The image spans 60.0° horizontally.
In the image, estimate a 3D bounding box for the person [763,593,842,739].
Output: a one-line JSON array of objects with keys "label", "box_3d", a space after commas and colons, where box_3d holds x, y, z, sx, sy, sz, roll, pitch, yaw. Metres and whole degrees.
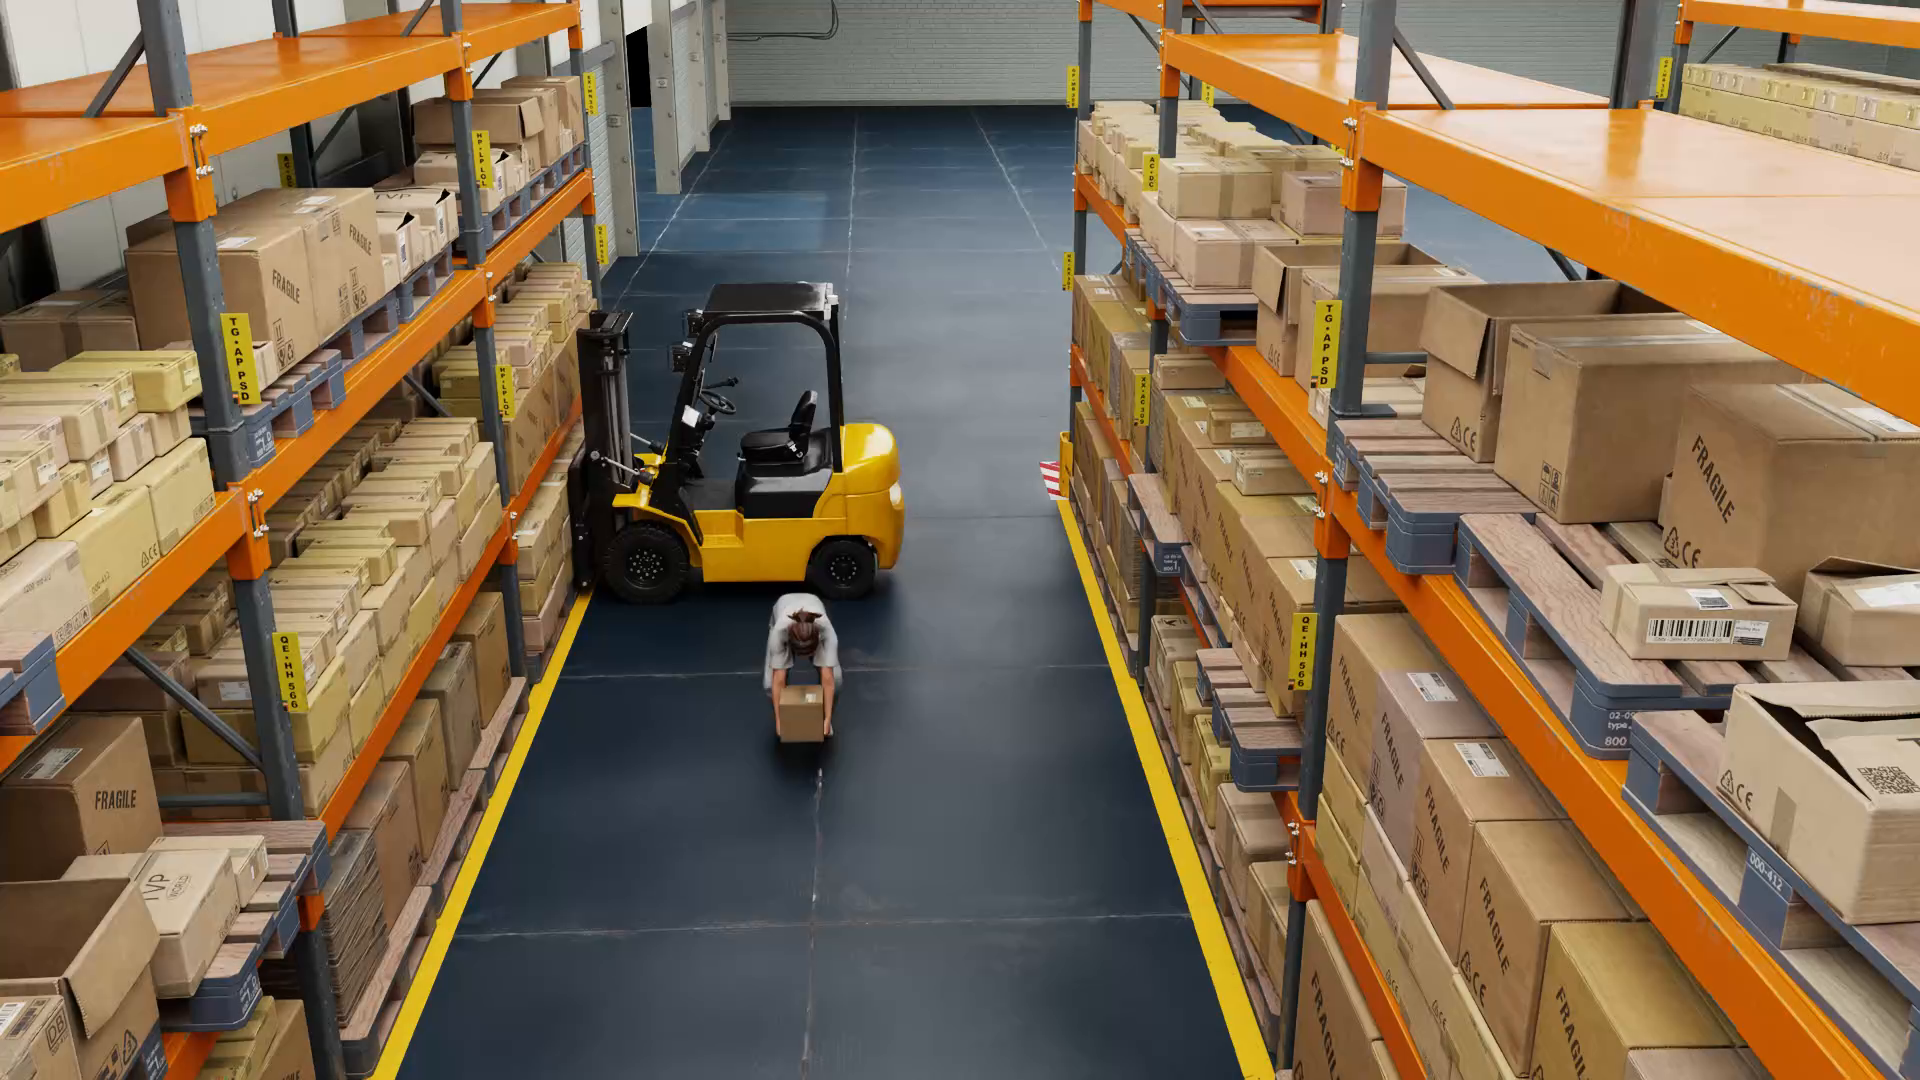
[{"label": "person", "box_3d": [-0.947, 0.782, 9.987, 0.475, 0.974, 0.865, -2, 21, -6]}]
